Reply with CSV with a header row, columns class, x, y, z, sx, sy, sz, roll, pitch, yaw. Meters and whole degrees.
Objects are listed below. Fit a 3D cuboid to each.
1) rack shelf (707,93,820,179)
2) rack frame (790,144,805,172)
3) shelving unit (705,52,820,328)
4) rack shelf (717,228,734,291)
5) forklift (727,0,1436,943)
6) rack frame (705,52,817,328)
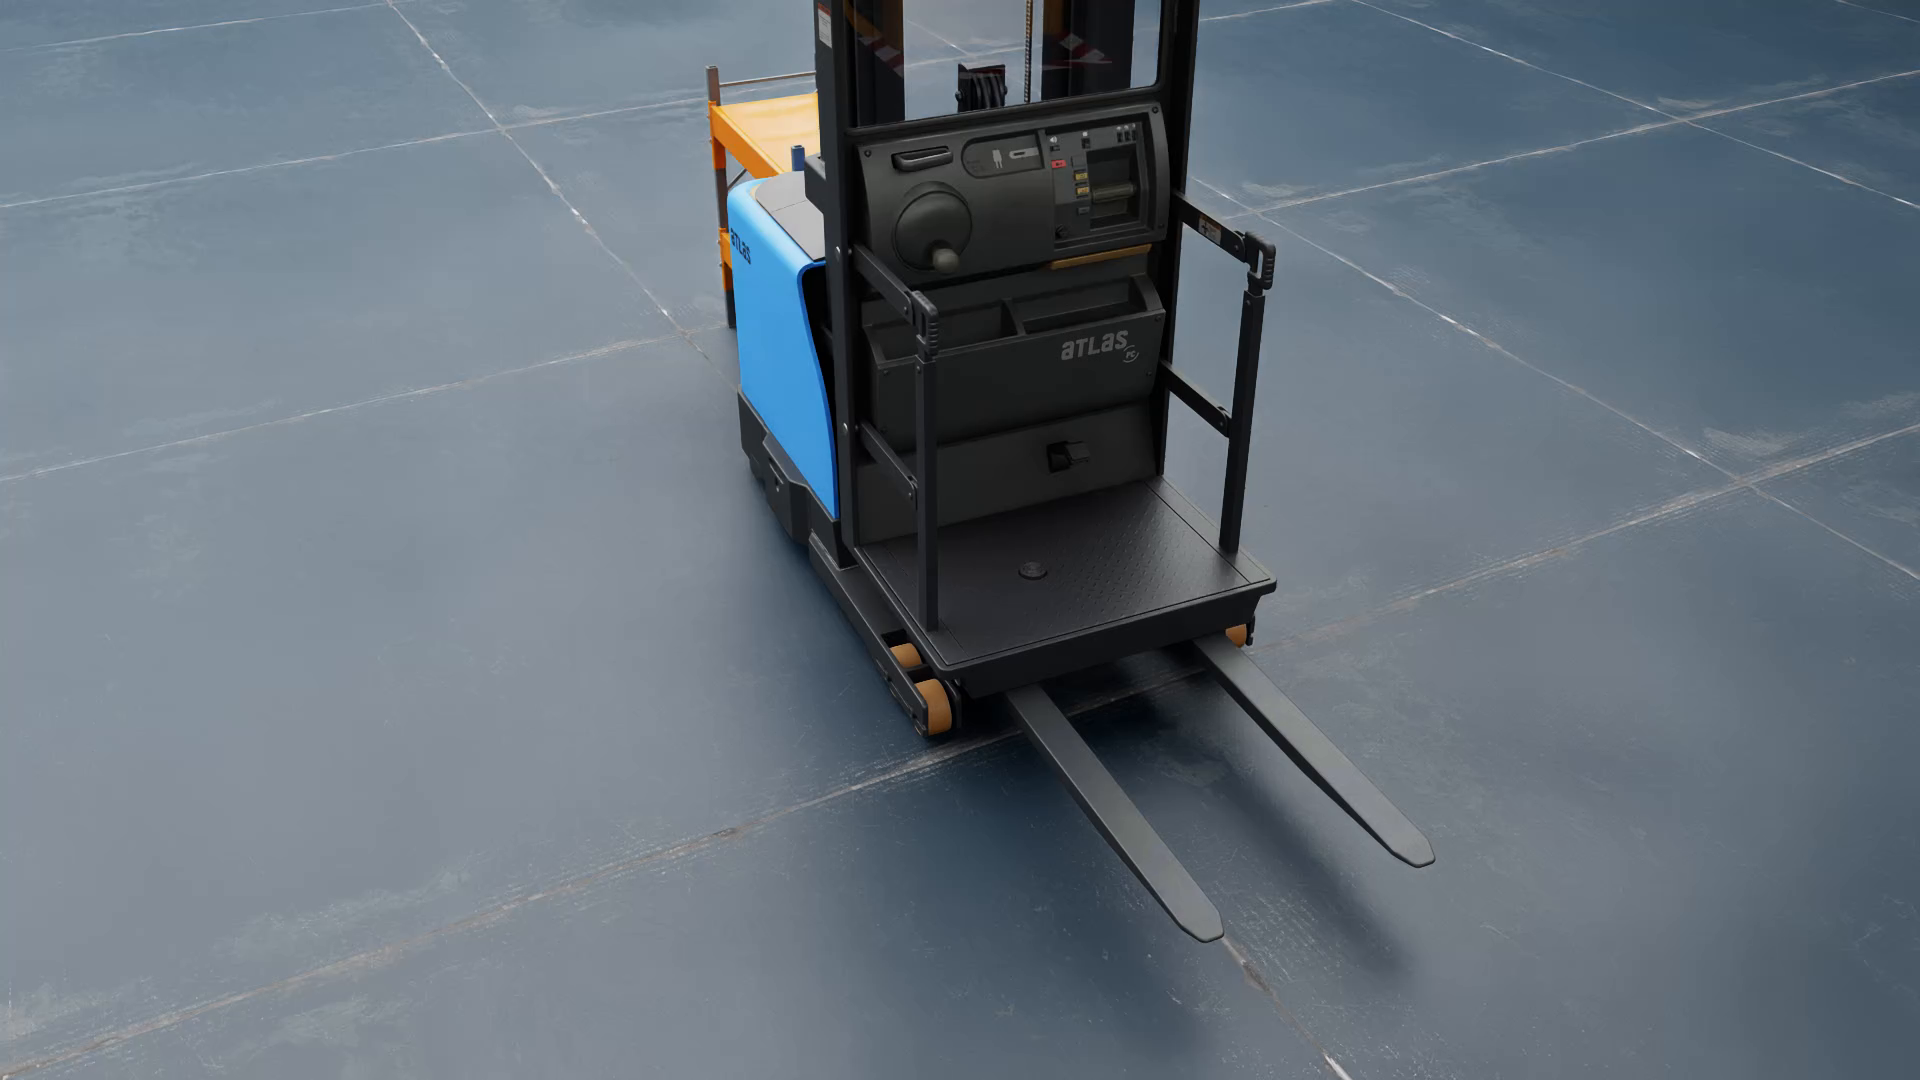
class,x,y,z,sx,sy,sz,roll,pitch,yaw
rack shelf,-0.568,-1.449,6.427,0.538,0.278,1.000,-14,35,-20
rack frame,-0.359,-0.953,6.194,0.500,1.125,0.032,-14,35,-20
shelving unit,-0.568,-1.203,6.584,0.538,1.125,1.048,-14,35,-20
rack shelf,-0.568,-0.997,6.716,0.538,0.278,1.000,-14,35,-20
forklift,0.254,-0.928,4.481,1.130,2.935,3.031,-14,35,-20
rack frame,-0.776,-1.453,6.975,0.500,1.125,0.032,-14,35,-20
